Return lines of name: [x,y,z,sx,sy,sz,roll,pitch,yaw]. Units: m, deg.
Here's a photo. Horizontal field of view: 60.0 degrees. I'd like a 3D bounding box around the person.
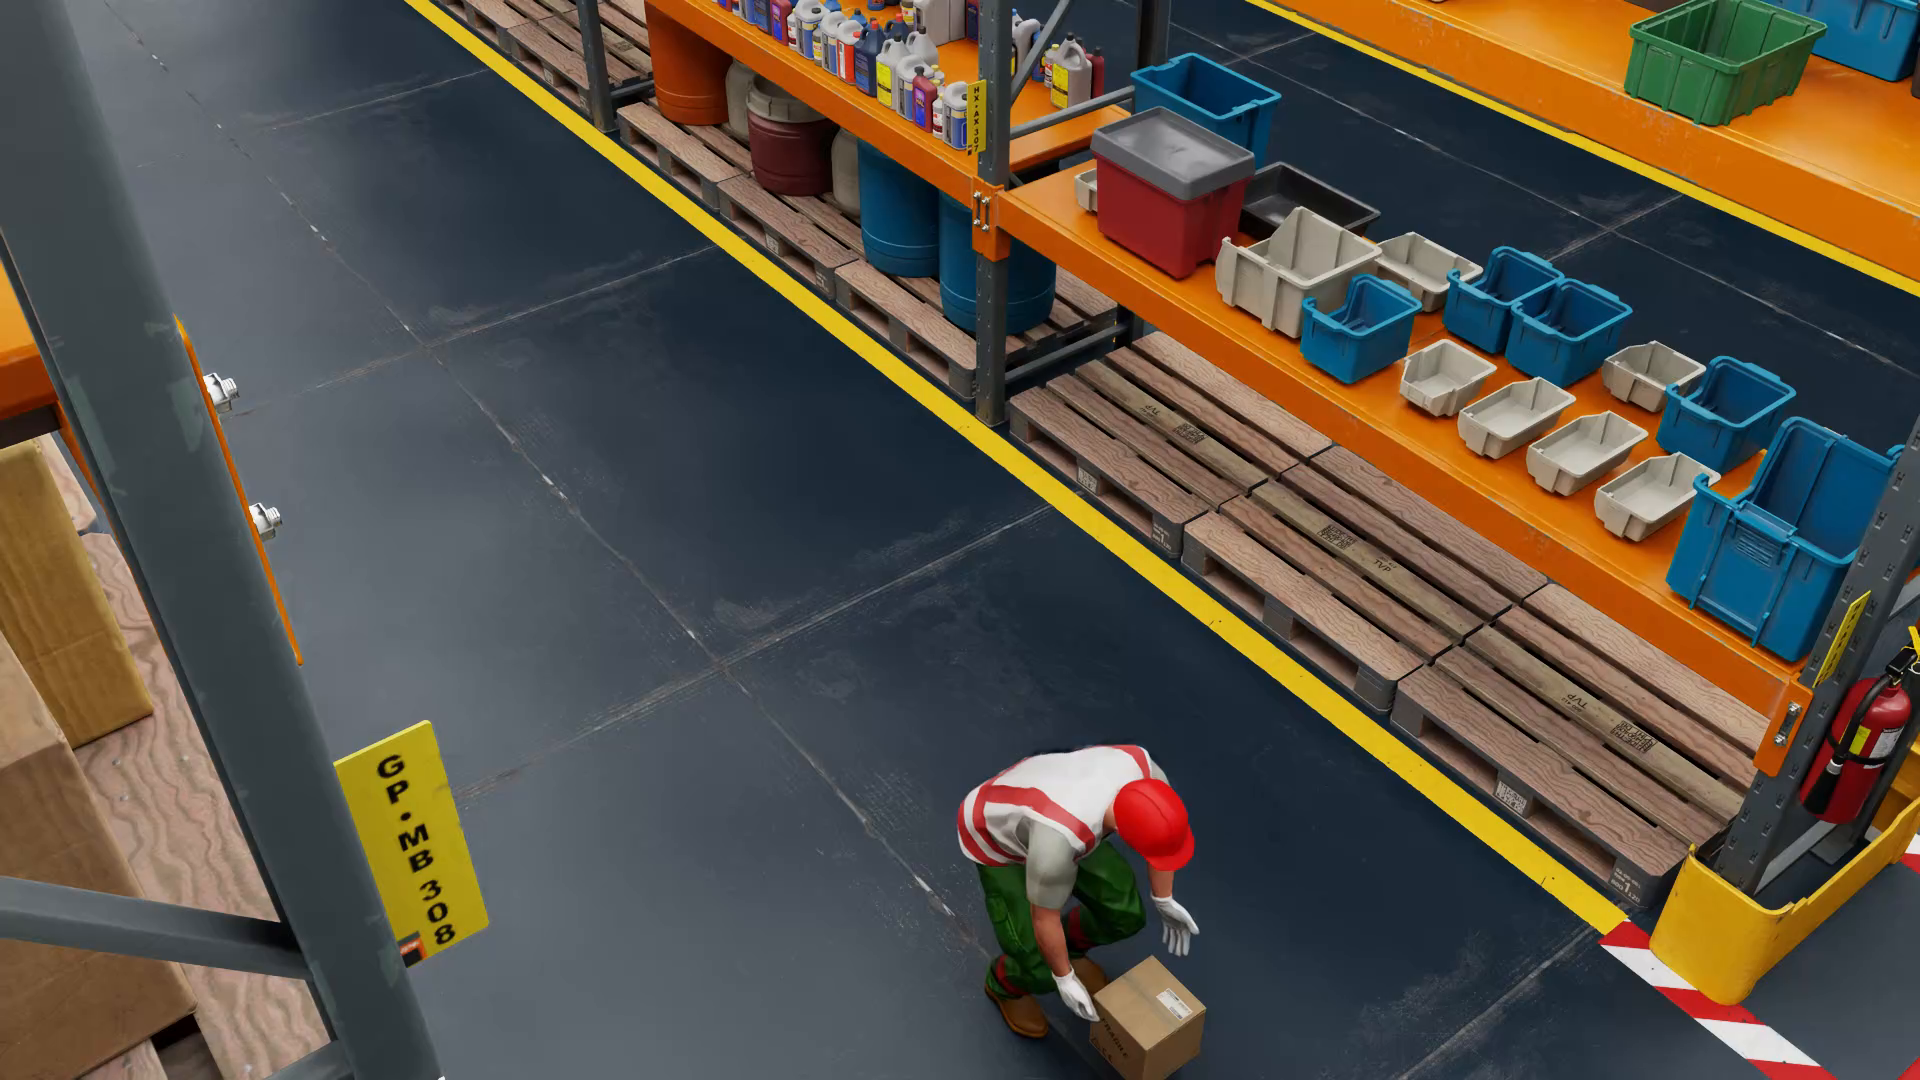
person: [0.375,1.062,5.255,0.586,1.295,0.816,-26,47,-28]
